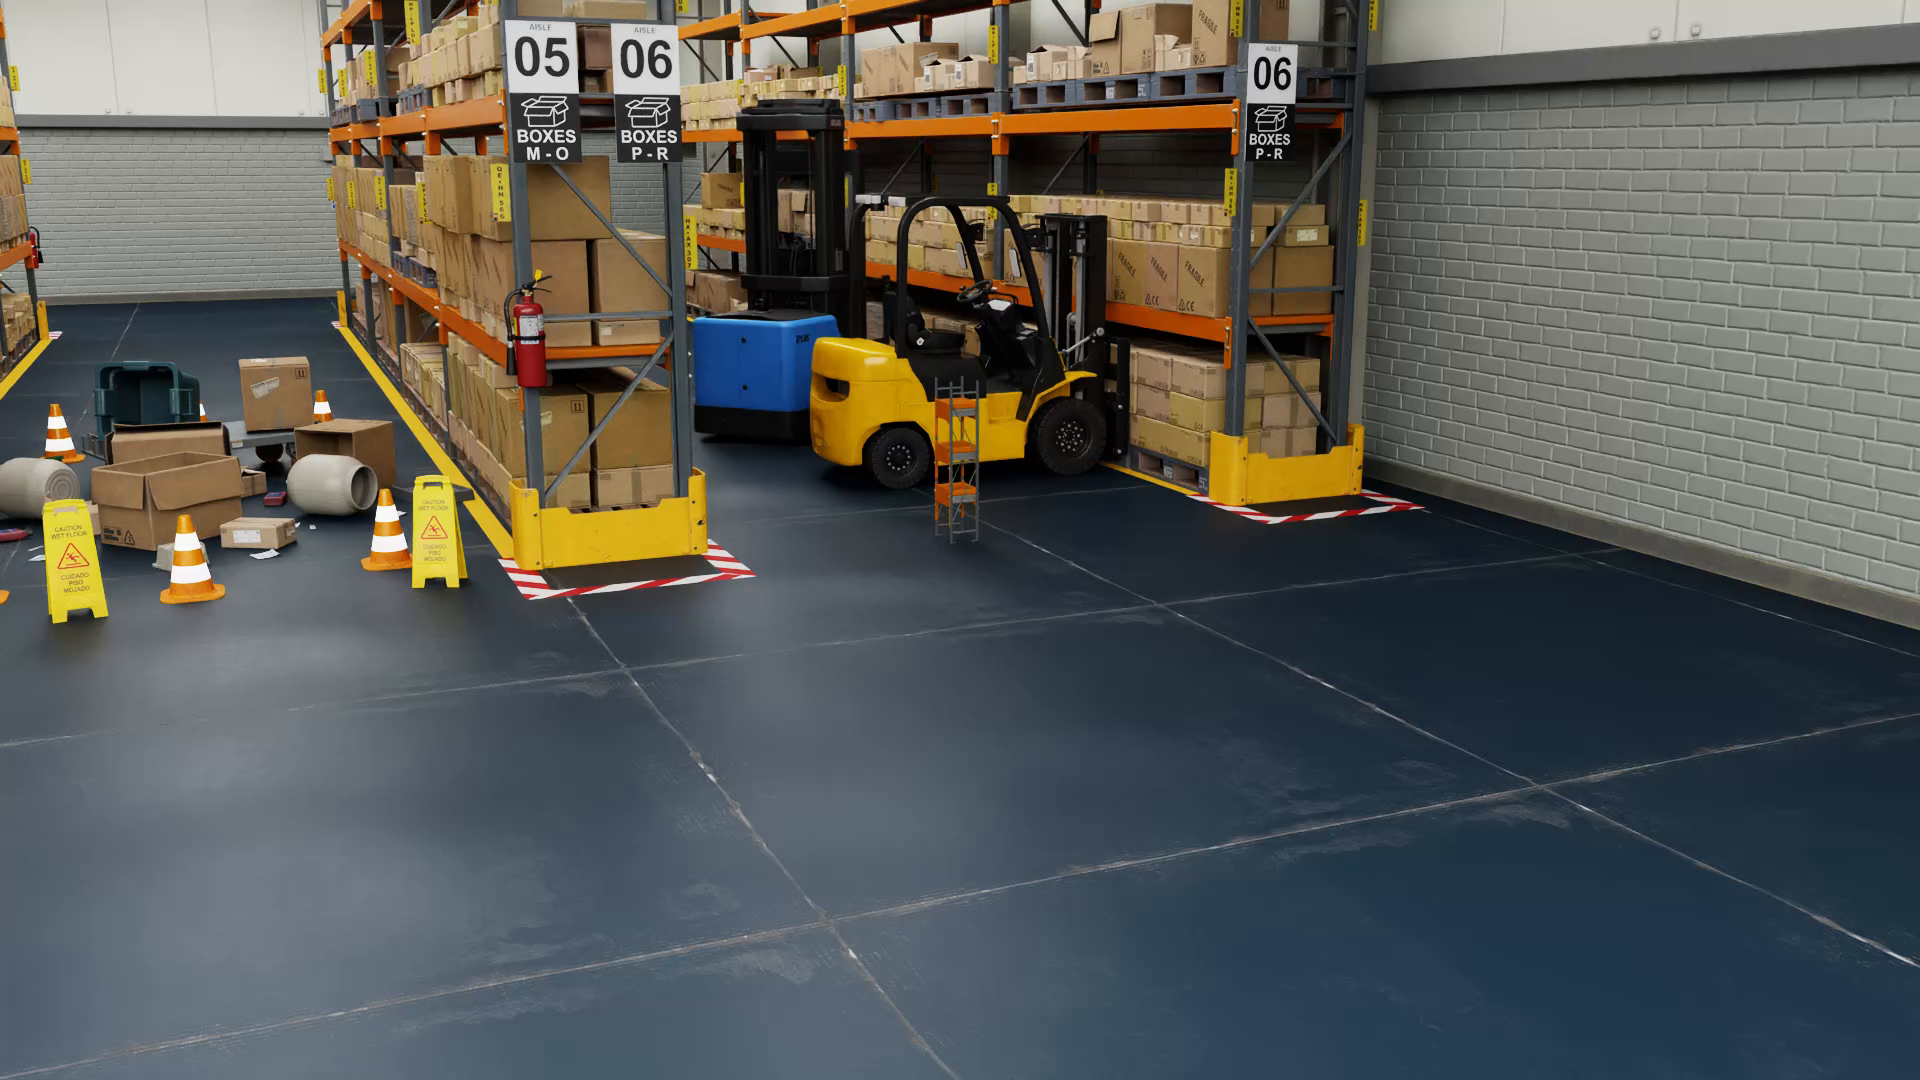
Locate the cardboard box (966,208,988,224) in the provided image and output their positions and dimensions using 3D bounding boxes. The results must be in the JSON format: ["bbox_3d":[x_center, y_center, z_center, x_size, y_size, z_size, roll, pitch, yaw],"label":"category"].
[{"bbox_3d":[0.283,-3.143,16.136,0.380,0.149,0.250,-6,14,-23],"label":"cardboard box"}]

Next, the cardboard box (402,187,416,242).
[{"bbox_3d":[-4.954,-3.066,15.652,0.500,0.500,0.500,-5,14,-22],"label":"cardboard box"}]

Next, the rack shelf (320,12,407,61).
[{"bbox_3d":[-7.759,-6.615,21.976,1.077,0.370,4.000,-6,14,-23],"label":"rack shelf"}]

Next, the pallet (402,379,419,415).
[{"bbox_3d":[-5.044,-1.478,16.786,1.003,0.211,1.213,-6,14,-23],"label":"pallet"}]

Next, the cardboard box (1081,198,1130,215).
[{"bbox_3d":[1.237,-2.778,13.902,0.380,0.149,0.250,-6,14,-23],"label":"cardboard box"}]

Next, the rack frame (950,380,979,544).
[{"bbox_3d":[0.027,-0.497,10.690,0.200,1.050,0.008,-6,14,-23],"label":"rack frame"}]

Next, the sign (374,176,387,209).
[{"bbox_3d":[-5.863,-3.511,16.820,0.100,0.325,0.005,-6,14,-23],"label":"sign"}]

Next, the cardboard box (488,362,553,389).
[{"bbox_3d":[-2.920,-1.103,11.049,0.380,0.149,0.250,-5,14,-21],"label":"cardboard box"}]

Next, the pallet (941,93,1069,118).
[{"bbox_3d":[0.428,-4.170,16.005,0.805,0.209,1.217,-6,14,-25],"label":"pallet"}]

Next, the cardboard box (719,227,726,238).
[{"bbox_3d":[-3.230,-4.404,23.804,0.380,0.149,0.250,-6,14,-24],"label":"cardboard box"}]

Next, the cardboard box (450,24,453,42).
[{"bbox_3d":[-3.355,-3.540,11.650,0.380,0.149,0.250,-6,14,-24],"label":"cardboard box"}]

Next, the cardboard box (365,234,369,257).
[{"bbox_3d":[-6.624,-3.422,19.337,0.500,0.250,0.500,-6,14,-23],"label":"cardboard box"}]

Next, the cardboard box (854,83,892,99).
[{"bbox_3d":[-0.948,-4.948,18.310,0.380,0.166,0.250,-6,14,-23],"label":"cardboard box"}]

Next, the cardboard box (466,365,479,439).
[{"bbox_3d":[-3.333,-1.039,12.209,0.500,0.500,0.500,-5,14,-20],"label":"cardboard box"}]

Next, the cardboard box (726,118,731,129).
[{"bbox_3d":[-3.021,-5.767,23.040,0.380,0.149,0.250,-5,14,-21],"label":"cardboard box"}]

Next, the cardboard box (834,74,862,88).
[{"bbox_3d":[-1.218,-5.219,18.902,0.380,0.149,0.250,-5,14,-21],"label":"cardboard box"}]

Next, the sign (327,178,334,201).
[{"bbox_3d":[-9.071,-5.062,23.994,0.100,0.325,0.005,-6,14,-23],"label":"sign"}]

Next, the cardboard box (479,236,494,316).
[{"bbox_3d":[-2.818,-1.730,10.810,0.500,0.500,0.500,-6,14,-23],"label":"cardboard box"}]

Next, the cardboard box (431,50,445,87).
[{"bbox_3d":[-3.613,-3.483,12.288,0.500,0.250,0.500,-6,14,-23],"label":"cardboard box"}]

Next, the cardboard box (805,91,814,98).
[{"bbox_3d":[-1.663,-5.349,20.126,0.380,0.149,0.250,-5,14,-21],"label":"cardboard box"}]

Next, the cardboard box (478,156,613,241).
[{"bbox_3d":[-2.556,-2.112,10.242,0.700,0.500,0.500,-6,14,-24],"label":"cardboard box"}]

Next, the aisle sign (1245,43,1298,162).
[{"bbox_3d":[2.152,-3.020,11.503,0.394,0.787,0.004,-6,14,-23],"label":"aisle sign"}]

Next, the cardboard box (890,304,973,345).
[{"bbox_3d":[-0.303,-2.230,18.189,0.875,0.625,0.625,-5,14,-21],"label":"cardboard box"}]

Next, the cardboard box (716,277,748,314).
[{"bbox_3d":[-3.133,-3.557,24.198,0.700,0.500,0.500,-6,14,-25],"label":"cardboard box"}]

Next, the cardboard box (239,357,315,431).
[{"bbox_3d":[-5.373,-1.156,13.074,0.500,0.500,0.500,-6,14,-23],"label":"cardboard box"}]

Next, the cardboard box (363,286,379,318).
[{"bbox_3d":[-7.830,-3.291,23.189,0.875,0.438,0.875,-5,14,-21],"label":"cardboard box"}]

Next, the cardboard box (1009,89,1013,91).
[{"bbox_3d":[0.633,-4.406,16.006,0.380,0.149,0.250,-6,14,-23],"label":"cardboard box"}]

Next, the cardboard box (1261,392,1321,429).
[{"bbox_3d":[2.397,-1.019,12.676,0.500,0.250,0.500,-5,14,-22],"label":"cardboard box"}]

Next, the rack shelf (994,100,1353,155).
[{"bbox_3d":[1.594,-3.318,13.497,1.077,0.370,4.000,-6,14,-23],"label":"rack shelf"}]

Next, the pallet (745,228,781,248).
[{"bbox_3d":[-2.192,-4.005,21.947,1.003,0.211,1.213,-6,14,-23],"label":"pallet"}]

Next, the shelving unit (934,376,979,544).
[{"bbox_3d":[-0.021,-0.523,10.799,0.215,1.050,0.252,-6,14,-23],"label":"shelving unit"}]

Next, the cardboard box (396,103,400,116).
[{"bbox_3d":[-5.386,-4.256,16.513,0.380,0.149,0.250,-6,14,-23],"label":"cardboard box"}]

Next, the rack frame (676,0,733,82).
[{"bbox_3d":[-4.014,-8.022,25.575,1.000,3.000,0.127,-6,14,-23],"label":"rack frame"}]

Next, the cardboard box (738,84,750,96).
[{"bbox_3d":[-2.694,-5.909,21.841,0.380,0.149,0.250,-5,14,-21],"label":"cardboard box"}]

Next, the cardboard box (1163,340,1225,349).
[{"bbox_3d":[1.982,-1.470,13.517,0.500,0.250,0.500,-6,14,-23],"label":"cardboard box"}]

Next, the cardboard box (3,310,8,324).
[{"bbox_3d":[-11.457,-2.614,19.583,0.380,0.149,0.250,-5,14,-20],"label":"cardboard box"}]

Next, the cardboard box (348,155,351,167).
[{"bbox_3d":[-7.827,-4.981,21.860,0.380,0.149,0.250,-6,14,-24],"label":"cardboard box"}]

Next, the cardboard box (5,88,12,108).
[{"bbox_3d":[-12.638,-5.742,21.600,0.500,0.250,0.500,-6,14,-25],"label":"cardboard box"}]

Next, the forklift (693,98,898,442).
[{"bbox_3d":[-1.250,-2.569,15.471,1.130,2.935,3.031,6,14,25],"label":"forklift"}]

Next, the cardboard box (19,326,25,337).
[{"bbox_3d":[-12.069,-2.647,21.045,0.380,0.149,0.250,-5,14,-22],"label":"cardboard box"}]

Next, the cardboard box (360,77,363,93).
[{"bbox_3d":[-6.228,-4.851,17.892,0.396,0.266,0.258,-6,14,-24],"label":"cardboard box"}]

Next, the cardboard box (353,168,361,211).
[{"bbox_3d":[-7.045,-4.243,20.112,0.500,0.500,0.500,-5,14,-22],"label":"cardboard box"}]

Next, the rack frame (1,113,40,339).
[{"bbox_3d":[-13.056,-4.183,22.289,1.000,3.000,0.127,-6,14,-23],"label":"rack frame"}]

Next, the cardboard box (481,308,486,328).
[{"bbox_3d":[-3.074,-1.538,11.422,0.380,0.149,0.250,-6,14,-24],"label":"cardboard box"}]

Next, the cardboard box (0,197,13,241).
[{"bbox_3d":[-11.794,-3.884,20.117,0.500,0.500,0.500,-6,14,-24],"label":"cardboard box"}]

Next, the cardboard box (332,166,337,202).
[{"bbox_3d":[-8.629,-5.062,23.648,0.500,0.500,0.500,-6,14,-24],"label":"cardboard box"}]

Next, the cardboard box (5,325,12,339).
[{"bbox_3d":[-11.305,-2.421,19.408,0.380,0.149,0.250,-5,14,-20],"label":"cardboard box"}]

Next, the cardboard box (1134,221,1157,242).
[{"bbox_3d":[1.583,-2.418,13.003,0.380,0.149,0.250,-6,14,-25],"label":"cardboard box"}]

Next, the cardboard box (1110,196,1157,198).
[{"bbox_3d":[1.536,-2.936,14.585,0.380,0.149,0.250,-6,14,-24],"label":"cardboard box"}]

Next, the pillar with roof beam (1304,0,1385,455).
[{"bbox_3d":[-1.002,-4.553,10.586,9.100,9.000,0.400,-6,14,-23],"label":"pillar with roof beam"}]

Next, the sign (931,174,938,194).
[{"bbox_3d":[-0.302,-4.062,19.199,0.100,0.325,0.005,-6,14,-23],"label":"sign"}]

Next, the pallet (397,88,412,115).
[{"bbox_3d":[-4.322,-3.892,14.800,1.213,0.211,1.003,-6,14,-23],"label":"pallet"}]

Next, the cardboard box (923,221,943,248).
[{"bbox_3d":[-0.050,-3.081,16.754,0.500,0.250,0.500,-5,14,-22],"label":"cardboard box"}]

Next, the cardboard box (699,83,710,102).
[{"bbox_3d":[-3.453,-6.448,23.991,0.500,0.250,0.500,-5,14,-21],"label":"cardboard box"}]

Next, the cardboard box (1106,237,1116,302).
[{"bbox_3d":[1.341,-2.237,13.663,0.500,0.500,0.500,-6,14,-23],"label":"cardboard box"}]
